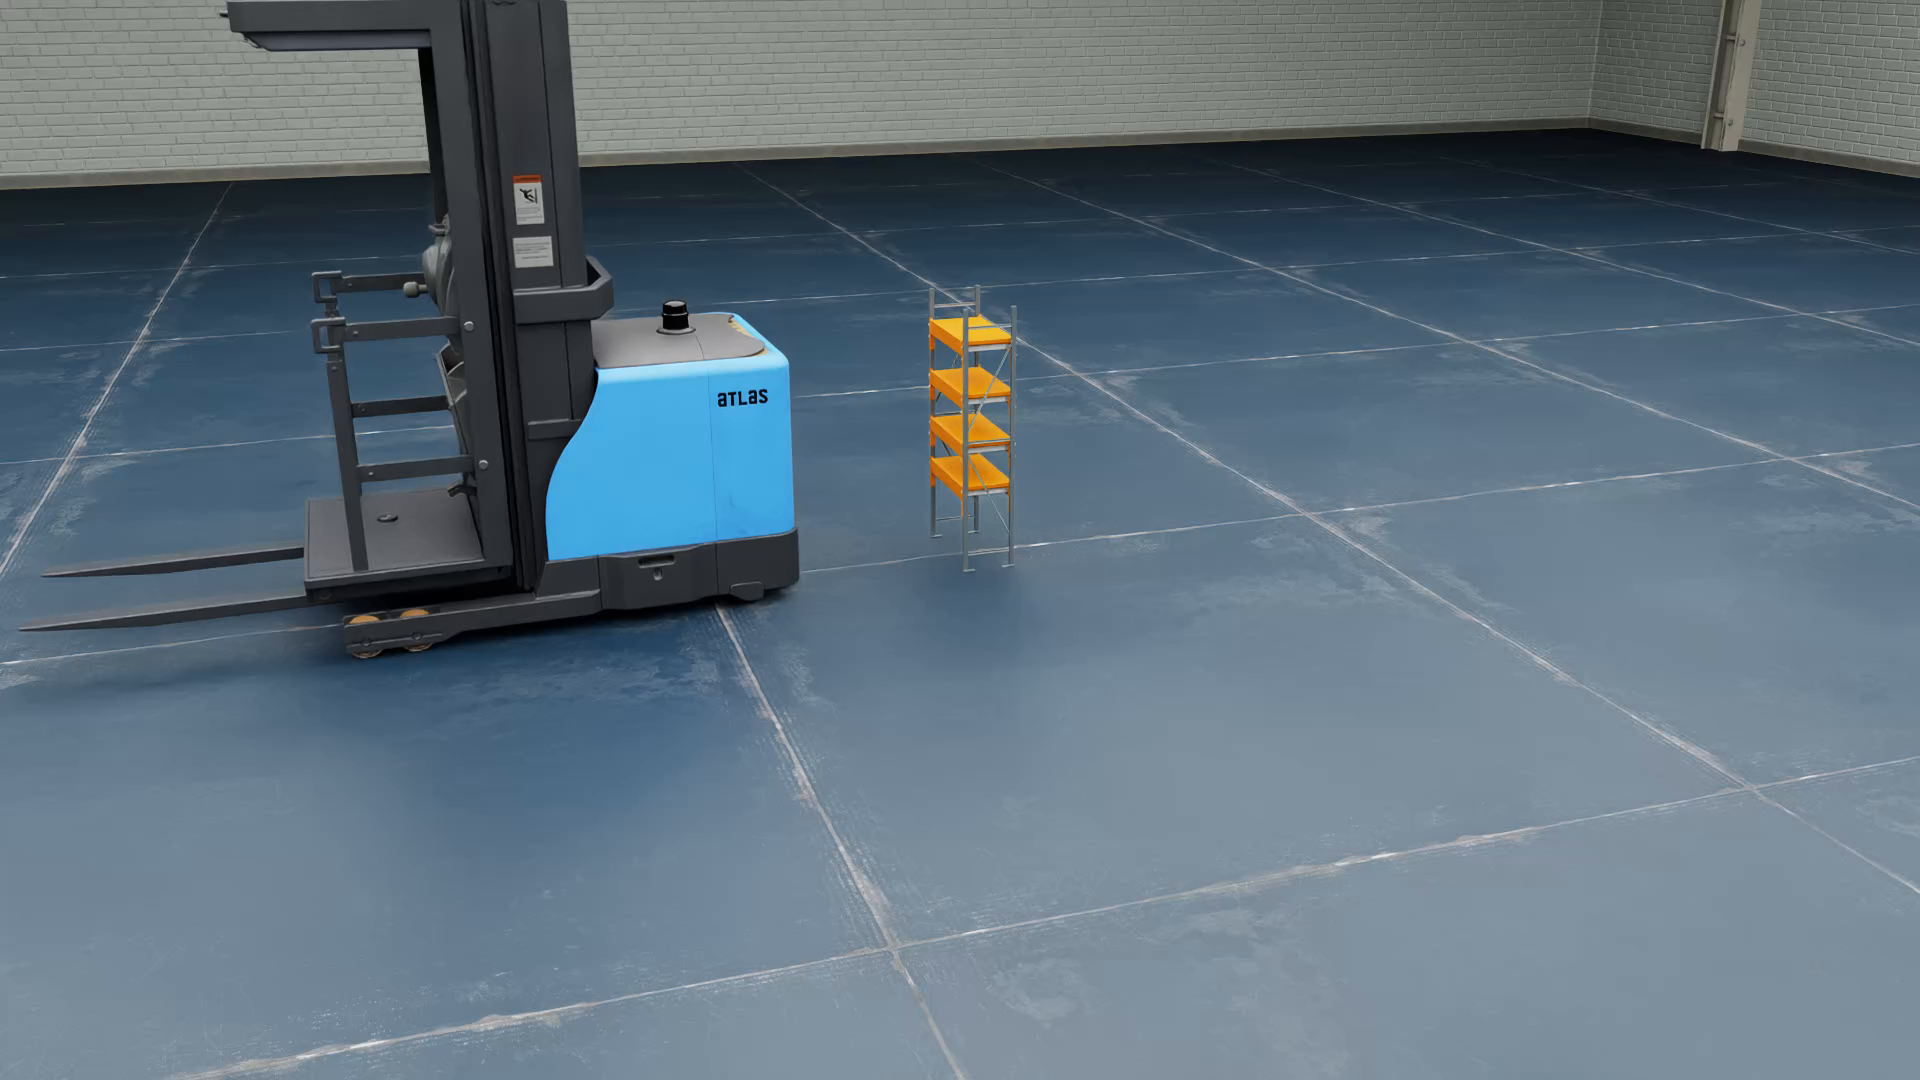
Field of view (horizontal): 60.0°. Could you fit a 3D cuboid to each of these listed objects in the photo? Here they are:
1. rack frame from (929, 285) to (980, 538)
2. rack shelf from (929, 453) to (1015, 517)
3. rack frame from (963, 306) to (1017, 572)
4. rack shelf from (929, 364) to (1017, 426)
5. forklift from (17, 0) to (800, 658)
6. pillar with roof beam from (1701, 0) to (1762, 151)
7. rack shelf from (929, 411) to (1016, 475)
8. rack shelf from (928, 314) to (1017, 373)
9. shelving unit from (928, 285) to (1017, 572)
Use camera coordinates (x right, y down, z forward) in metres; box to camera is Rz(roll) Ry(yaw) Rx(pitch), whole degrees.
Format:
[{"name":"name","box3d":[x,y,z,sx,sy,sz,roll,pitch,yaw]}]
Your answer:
[{"name":"rack frame","box3d":[-0.025,-0.590,7.784,0.240,1.200,0.015,-6,21,-17]},{"name":"rack shelf","box3d":[0.052,-0.261,7.656,0.258,0.148,0.480,-6,21,-17]},{"name":"rack frame","box3d":[0.129,-0.433,7.348,0.240,1.200,0.015,-6,21,-17]},{"name":"rack shelf","box3d":[0.052,-0.659,7.513,0.258,0.148,0.480,-6,21,-17]},{"name":"forklift","box3d":[-2.271,-1.111,6.674,3.031,2.935,1.130,-7,21,-19]},{"name":"pillar with roof beam","box3d":[6.372,-9.157,20.099,9.100,9.000,0.400,-6,21,-17]},{"name":"rack shelf","box3d":[0.052,-0.448,7.589,0.258,0.148,0.480,-6,21,-17]},{"name":"rack shelf","box3d":[0.052,-0.881,7.433,0.258,0.148,0.480,-6,21,-17]},{"name":"shelving unit","box3d":[0.052,-0.512,7.566,0.258,1.200,0.503,-6,21,-17]}]
